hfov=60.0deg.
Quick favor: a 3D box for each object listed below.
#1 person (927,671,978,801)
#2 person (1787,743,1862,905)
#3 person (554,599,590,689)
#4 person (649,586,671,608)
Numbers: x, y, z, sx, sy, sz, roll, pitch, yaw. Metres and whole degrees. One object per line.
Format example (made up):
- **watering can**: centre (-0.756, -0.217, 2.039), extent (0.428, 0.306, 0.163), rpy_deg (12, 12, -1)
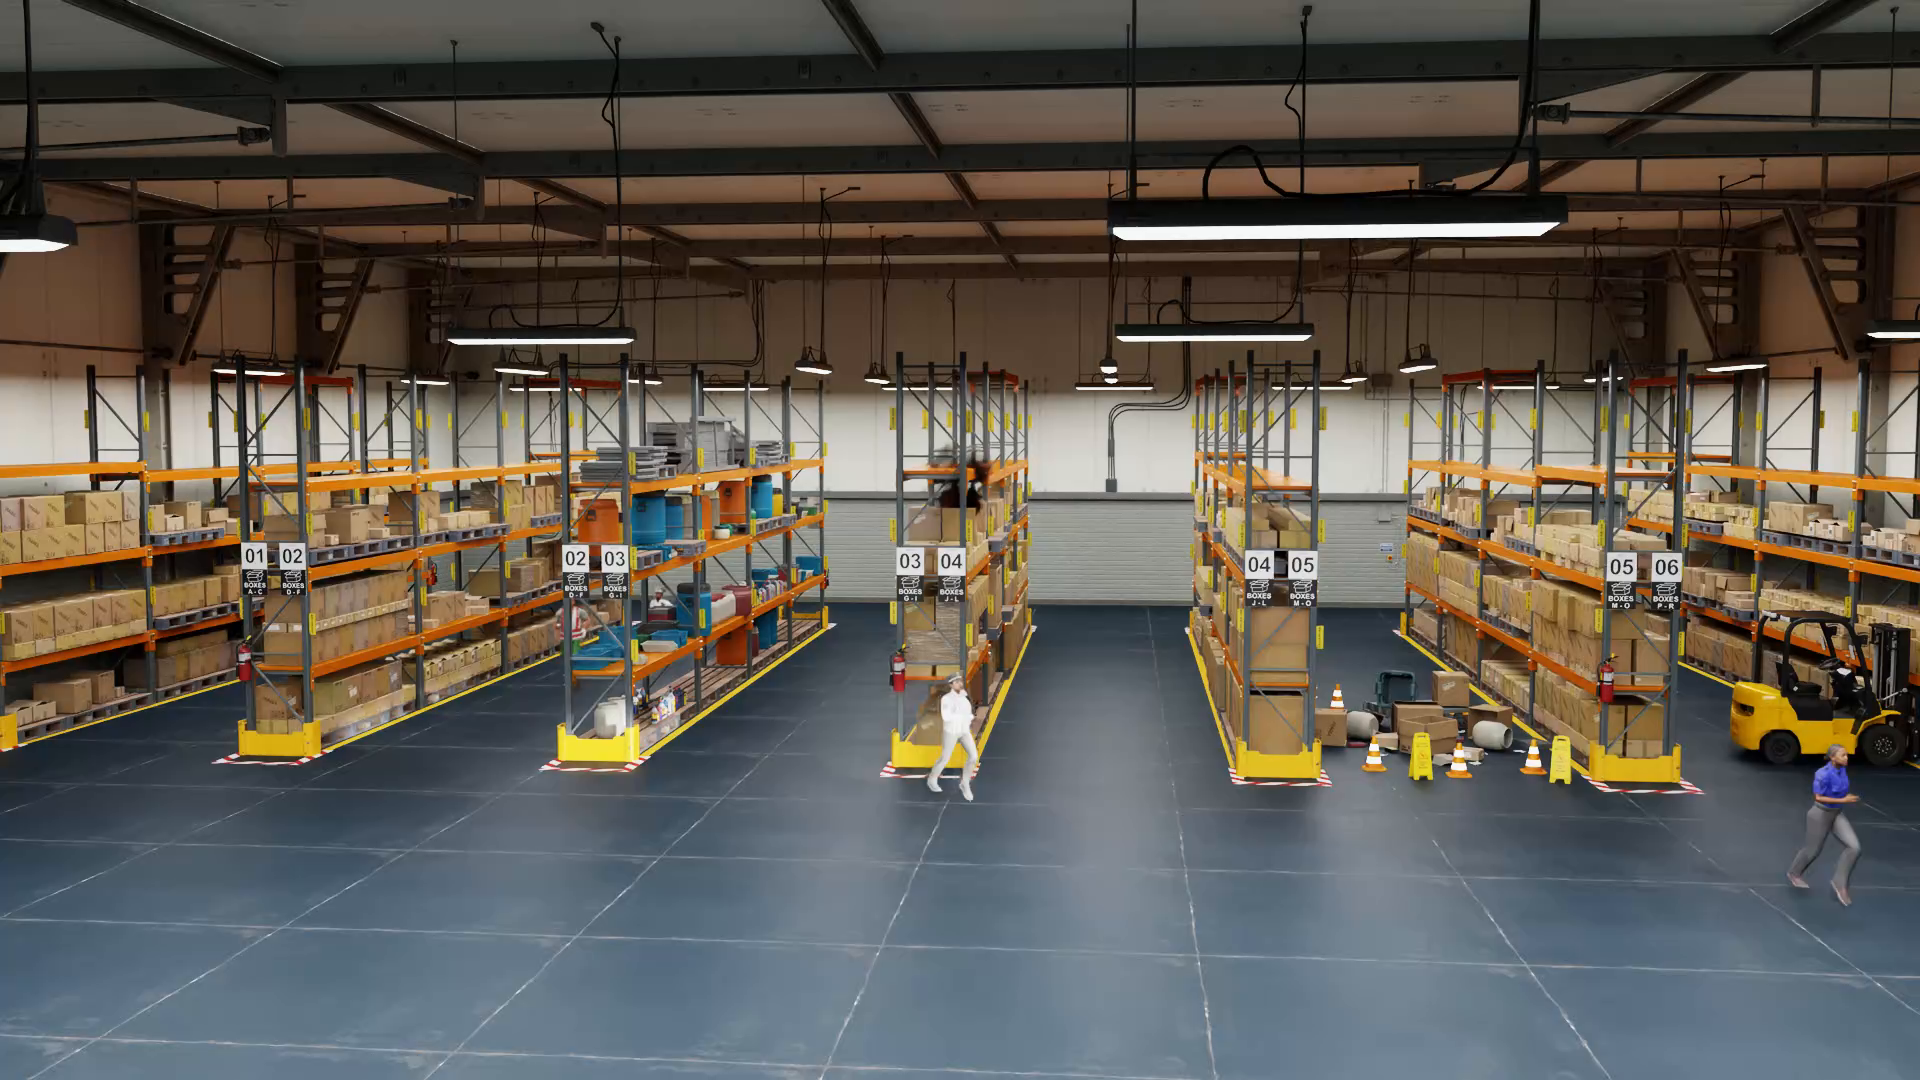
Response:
- **person**: centre (-0.054, 2.584, 22.084), extent (0.622, 1.715, 0.862), rpy_deg (-3, 5, -39)
- **person**: centre (9.087, 2.947, 17.460), extent (0.599, 1.684, 0.832), rpy_deg (-2, 5, -26)
- **person**: centre (-7.306, 1.895, 31.208), extent (0.631, 1.800, 0.680), rpy_deg (0, 4, -2)
- **person**: centre (-6.129, 1.764, 33.940), extent (0.555, 1.654, 0.550), rpy_deg (1, 4, 12)
